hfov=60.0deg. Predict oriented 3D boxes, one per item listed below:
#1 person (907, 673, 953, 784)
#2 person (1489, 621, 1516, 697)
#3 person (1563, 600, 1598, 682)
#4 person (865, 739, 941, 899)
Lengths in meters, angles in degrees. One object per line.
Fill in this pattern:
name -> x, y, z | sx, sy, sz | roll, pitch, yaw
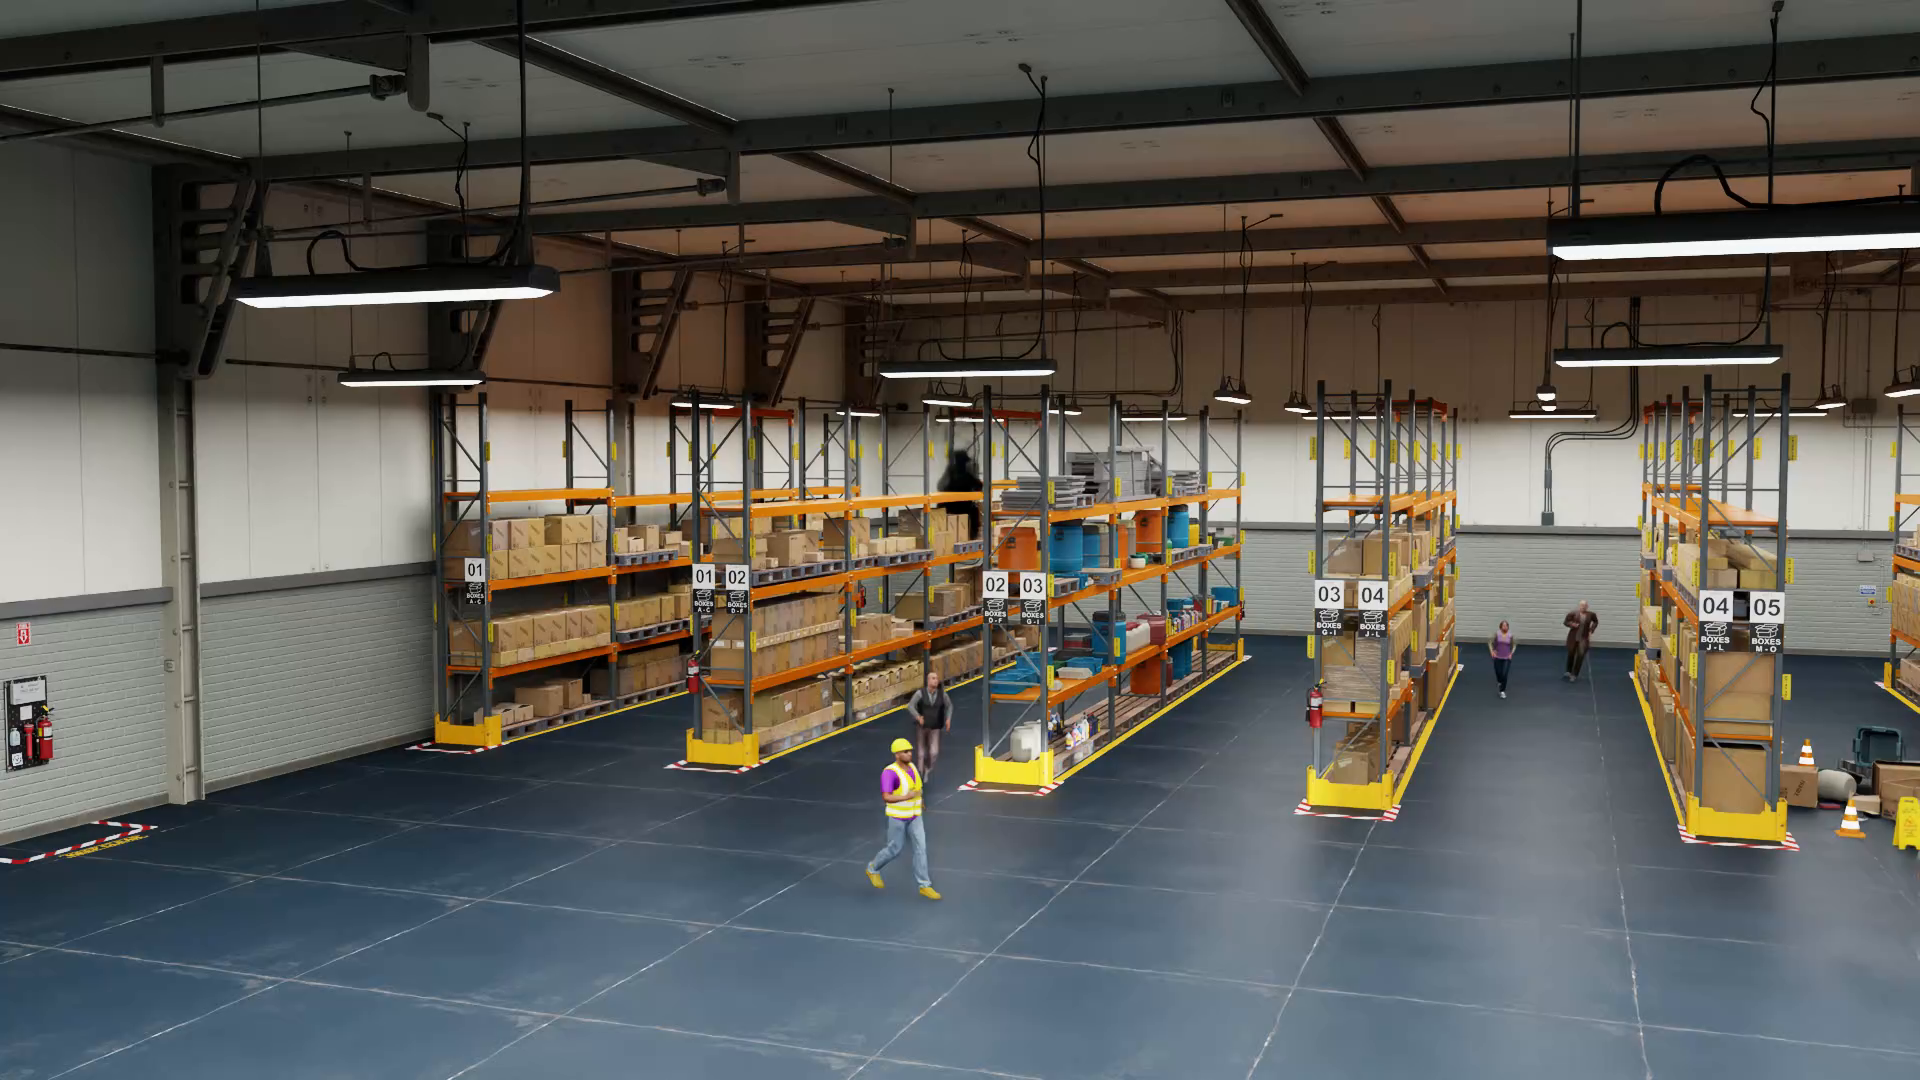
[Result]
person -> -0.434, 2.829, 24.918 | 0.715, 1.676, 0.574 | 0, 3, -7
person -> 11.076, 2.427, 33.949 | 0.539, 1.561, 0.498 | 1, 3, 13
person -> 13.559, 2.206, 36.349 | 0.700, 1.806, 0.823 | 1, 3, 25
person -> -0.631, 3.099, 18.639 | 0.985, 1.751, 0.700 | 3, 4, 40
